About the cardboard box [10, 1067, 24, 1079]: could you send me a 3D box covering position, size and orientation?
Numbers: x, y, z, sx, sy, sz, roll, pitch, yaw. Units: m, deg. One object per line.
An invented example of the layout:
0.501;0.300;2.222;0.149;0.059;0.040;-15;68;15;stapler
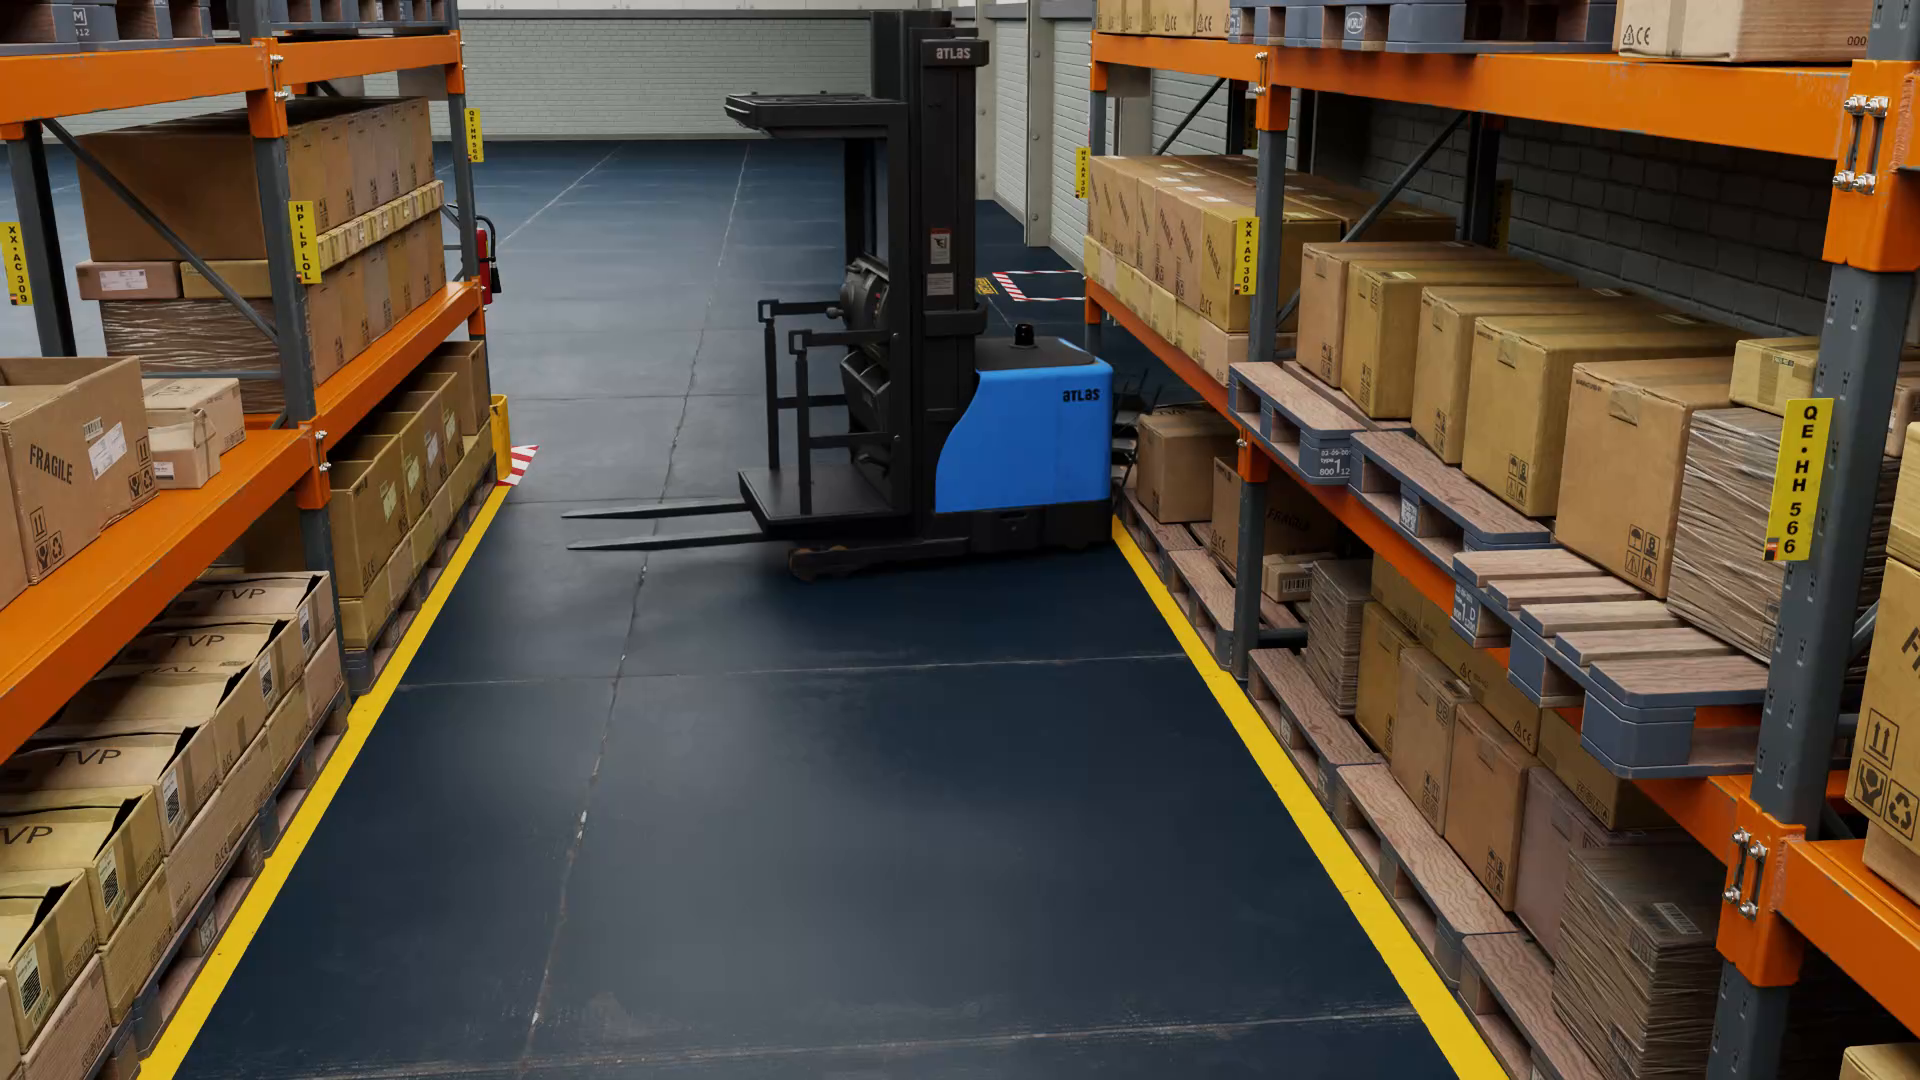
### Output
-2.517;1.481;3.843;0.500;0.250;0.500;-2;18;-6;cardboard box

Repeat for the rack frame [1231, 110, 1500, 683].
1.759;-0.812;7.255;1.000;3.000;0.127;-2;18;-6;rack frame

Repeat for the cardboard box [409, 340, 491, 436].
-3.229;-0.945;10.317;0.500;0.500;0.500;-2;18;-6;cardboard box

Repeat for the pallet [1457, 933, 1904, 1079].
2.093;1.478;4.618;1.003;0.211;1.213;-2;18;-6;pallet

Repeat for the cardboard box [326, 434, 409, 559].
-2.963;-0.200;7.945;0.500;0.500;0.500;-2;18;-6;cardboard box

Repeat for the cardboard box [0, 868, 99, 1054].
-2.579;1.057;4.256;0.500;0.311;0.500;-2;18;-7;cardboard box

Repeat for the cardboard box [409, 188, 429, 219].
-3.296;-1.944;9.613;0.380;0.149;0.250;-2;18;-6;cardboard box

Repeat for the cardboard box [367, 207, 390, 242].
-3.189;-1.637;8.632;0.380;0.149;0.250;-2;18;-6;cardboard box

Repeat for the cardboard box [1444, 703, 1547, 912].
2.029;0.846;5.415;0.700;0.500;0.500;-2;18;-6;cardboard box

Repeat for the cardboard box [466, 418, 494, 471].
-3.231;-0.587;10.429;0.500;0.250;0.500;-2;18;-6;cardboard box

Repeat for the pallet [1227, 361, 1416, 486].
1.694;-0.488;6.544;1.003;0.211;1.213;-2;18;-6;pallet

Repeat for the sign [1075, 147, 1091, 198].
0.807;-2.400;10.868;0.100;0.325;0.005;-2;18;-6;sign

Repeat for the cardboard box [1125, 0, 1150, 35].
1.210;-3.069;9.236;0.500;0.500;0.500;-1;17;-3;cardboard box

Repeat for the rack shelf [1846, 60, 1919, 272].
2.378;-0.112;1.219;1.077;0.370;4.000;-2;18;-6;rack shelf

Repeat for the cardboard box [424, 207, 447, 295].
-3.545;-1.758;10.101;0.700;0.500;0.500;-2;18;-6;cardboard box

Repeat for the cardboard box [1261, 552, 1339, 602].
1.674;0.172;8.118;0.380;0.166;0.250;-4;18;-13;cardboard box

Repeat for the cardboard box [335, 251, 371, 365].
-3.328;-1.144;8.146;0.700;0.500;0.500;-2;17;-5;cardboard box

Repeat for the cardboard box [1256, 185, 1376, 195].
1.823;-1.557;8.593;0.500;0.500;0.500;-1;17;-4;cardboard box

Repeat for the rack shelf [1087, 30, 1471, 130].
1.553;-2.496;8.811;1.077;0.370;4.000;-2;18;-6;rack shelf

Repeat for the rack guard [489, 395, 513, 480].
-3.582;-0.664;10.957;1.175;0.500;0.348;-2;18;-6;rack guard

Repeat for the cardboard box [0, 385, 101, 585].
-2.998;-0.170;5.043;0.500;0.500;0.500;-2;18;-6;cardboard box

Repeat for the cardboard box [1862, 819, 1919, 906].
1.976;0.596;3.158;0.380;0.149;0.250;-2;18;-6;cardboard box

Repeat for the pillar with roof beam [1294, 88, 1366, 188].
-2.003;-4.551;9.149;9.100;9.000;0.400;-2;18;-6;pillar with roof beam

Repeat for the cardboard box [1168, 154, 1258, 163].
1.607;-2.165;10.532;0.500;0.500;0.500;-2;18;-6;cardboard box

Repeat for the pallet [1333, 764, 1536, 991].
1.970;1.115;5.773;1.003;0.211;1.213;-2;18;-6;pallet

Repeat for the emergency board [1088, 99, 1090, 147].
1.444;-4.347;18.515;0.194;1.169;0.643;-2;18;-6;emergency board

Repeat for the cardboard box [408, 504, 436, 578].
-3.007;0.008;8.533;0.500;0.250;0.500;-2;18;-6;cardboard box

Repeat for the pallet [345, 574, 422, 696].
-3.208;0.435;7.940;1.003;0.211;1.213;-2;18;-6;pallet

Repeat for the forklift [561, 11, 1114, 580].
-0.707;-1.359;9.111;3.031;2.935;1.130;-5;18;-15;forklift

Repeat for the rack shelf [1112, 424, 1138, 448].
0.929;-0.638;9.866;0.258;0.077;0.200;4;32;-23;rack shelf

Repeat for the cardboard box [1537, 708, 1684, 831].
2.049;0.620;4.880;0.500;0.250;0.500;-1;17;-5;cardboard box

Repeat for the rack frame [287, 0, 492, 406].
-3.580;-1.849;10.560;1.000;3.000;0.127;-2;18;-6;rack frame

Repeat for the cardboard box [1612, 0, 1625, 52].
2.131;-1.499;4.231;0.797;0.503;0.637;1;17;2;cardboard box

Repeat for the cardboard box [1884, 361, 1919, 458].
2.107;-0.289;3.605;0.380;0.149;0.250;-4;18;-13;cardboard box

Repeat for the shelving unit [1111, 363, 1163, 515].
0.913;-0.591;9.894;0.258;0.900;0.210;4;32;-23;shelving unit

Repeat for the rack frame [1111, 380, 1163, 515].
0.943;-0.535;9.814;0.240;0.900;0.006;4;32;-23;rack frame

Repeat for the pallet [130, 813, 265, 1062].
-2.924;1.255;5.326;1.003;0.211;1.213;-2;18;-6;pallet

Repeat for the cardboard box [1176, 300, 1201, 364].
1.366;-1.030;8.168;0.500;0.250;0.500;-2;18;-5;cardboard box

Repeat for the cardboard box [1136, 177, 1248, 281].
1.250;-1.693;9.026;0.500;0.500;0.500;-1;17;-4;cardboard box

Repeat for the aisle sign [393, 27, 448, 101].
-3.295;-3.118;10.262;0.394;0.787;0.004;-2;18;-6;aisle sign

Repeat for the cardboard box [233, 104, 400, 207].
-3.427;-2.054;8.879;0.700;0.500;0.500;-2;18;-5;cardboard box

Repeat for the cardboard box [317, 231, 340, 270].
-3.085;-1.331;7.657;0.380;0.149;0.250;-2;18;-6;cardboard box

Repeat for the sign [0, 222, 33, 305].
-3.719;-1.091;6.566;0.100;0.325;0.005;-2;18;-6;sign

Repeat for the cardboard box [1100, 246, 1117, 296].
1.149;-1.632;10.085;0.500;0.250;0.500;-2;18;-7;cardboard box

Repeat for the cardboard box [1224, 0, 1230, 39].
1.461;-2.444;7.245;0.500;0.500;0.500;-1;17;-4;cardboard box

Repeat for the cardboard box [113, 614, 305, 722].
-2.781;0.453;6.180;0.500;0.311;0.500;-1;17;-4;cardboard box

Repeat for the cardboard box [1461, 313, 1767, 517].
1.963;-0.388;5.003;0.700;0.500;0.500;-2;18;-6;cardboard box

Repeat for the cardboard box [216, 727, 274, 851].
-2.733;0.872;5.782;0.500;0.250;0.500;-1;17;-4;cardboard box

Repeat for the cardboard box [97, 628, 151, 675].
-3.326;0.466;6.137;0.500;0.311;0.500;-2;18;-6;cardboard box

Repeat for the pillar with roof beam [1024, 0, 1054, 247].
-3.240;-8.126;20.537;9.100;9.000;0.400;-2;18;-6;pillar with roof beam

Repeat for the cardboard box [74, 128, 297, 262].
-3.219;-1.456;6.975;0.700;0.500;0.500;-2;18;-5;cardboard box
